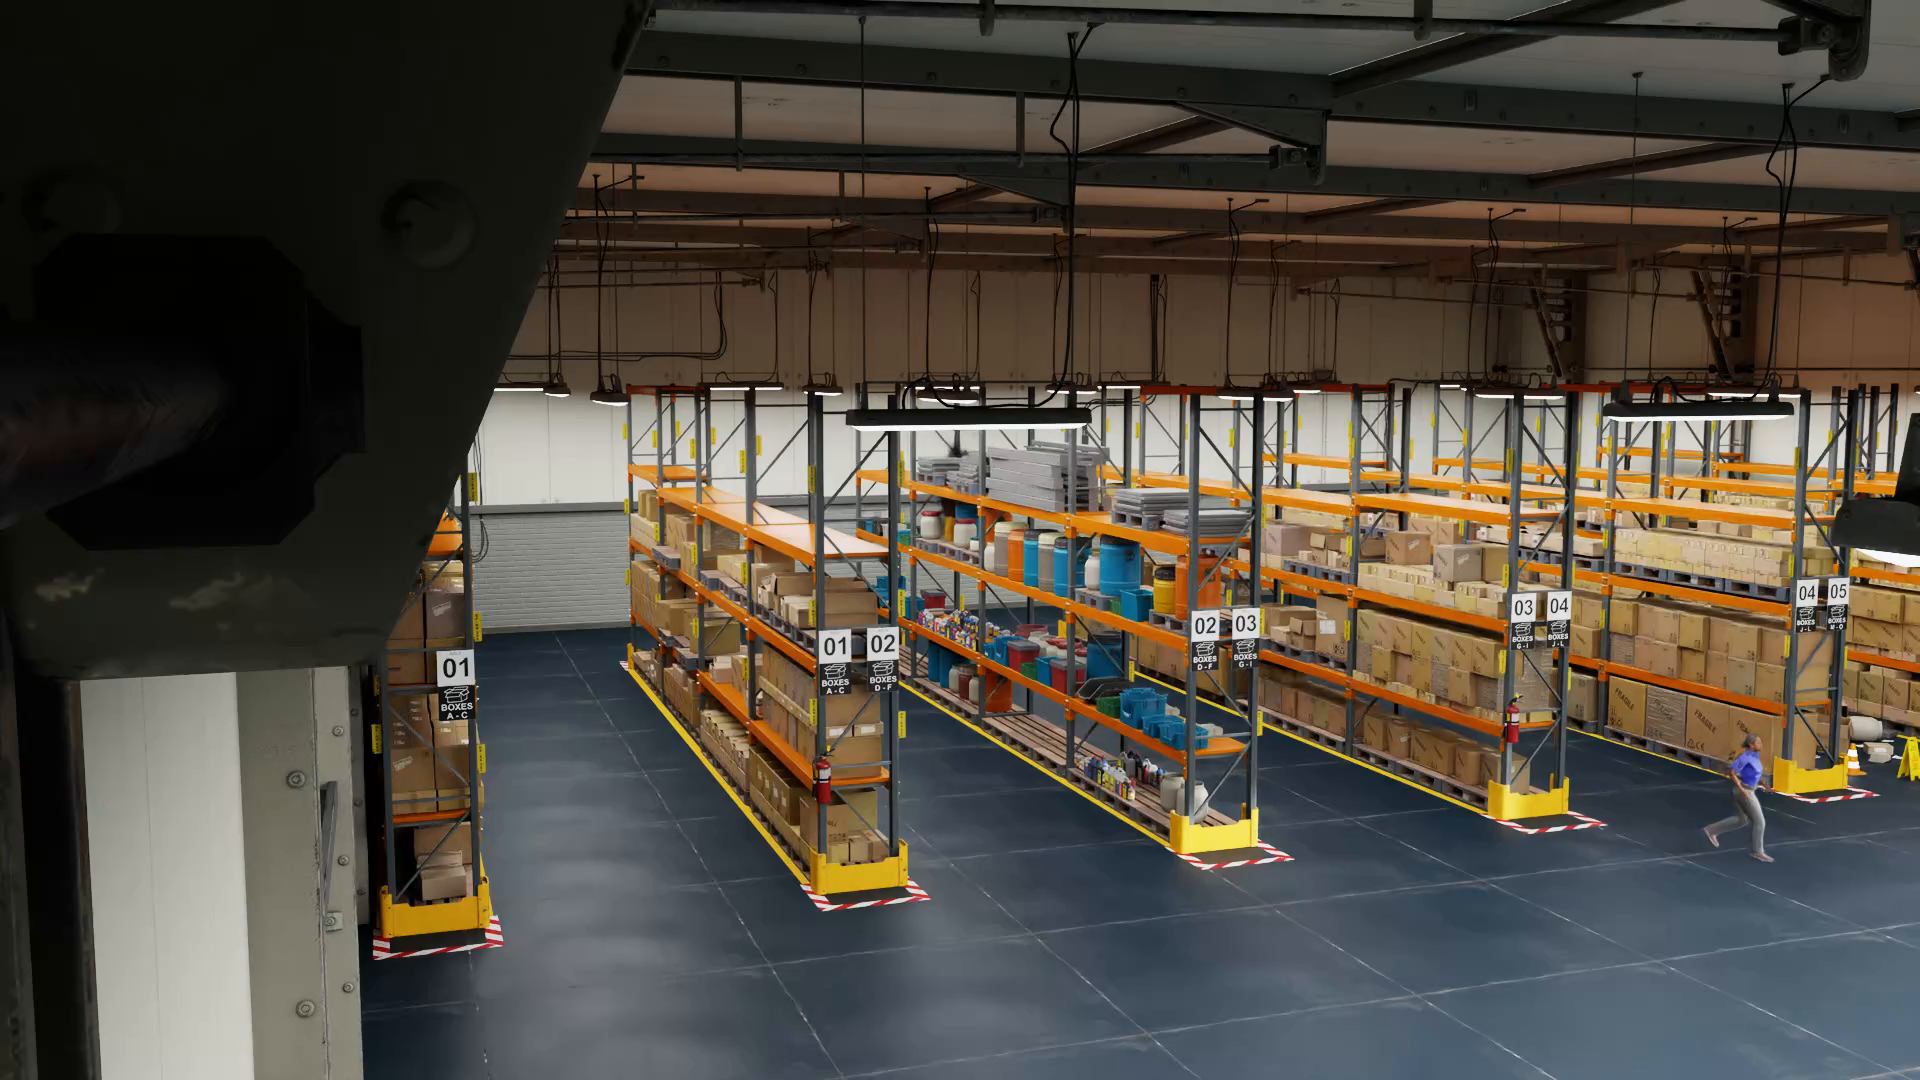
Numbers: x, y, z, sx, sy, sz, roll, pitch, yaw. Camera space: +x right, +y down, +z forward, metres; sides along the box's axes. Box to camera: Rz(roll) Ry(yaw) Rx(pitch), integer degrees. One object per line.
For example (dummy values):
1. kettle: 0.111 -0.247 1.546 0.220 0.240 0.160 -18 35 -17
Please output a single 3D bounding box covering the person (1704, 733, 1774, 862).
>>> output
1. person: 10.128 3.314 21.542 0.839 1.638 0.555 3 7 30
